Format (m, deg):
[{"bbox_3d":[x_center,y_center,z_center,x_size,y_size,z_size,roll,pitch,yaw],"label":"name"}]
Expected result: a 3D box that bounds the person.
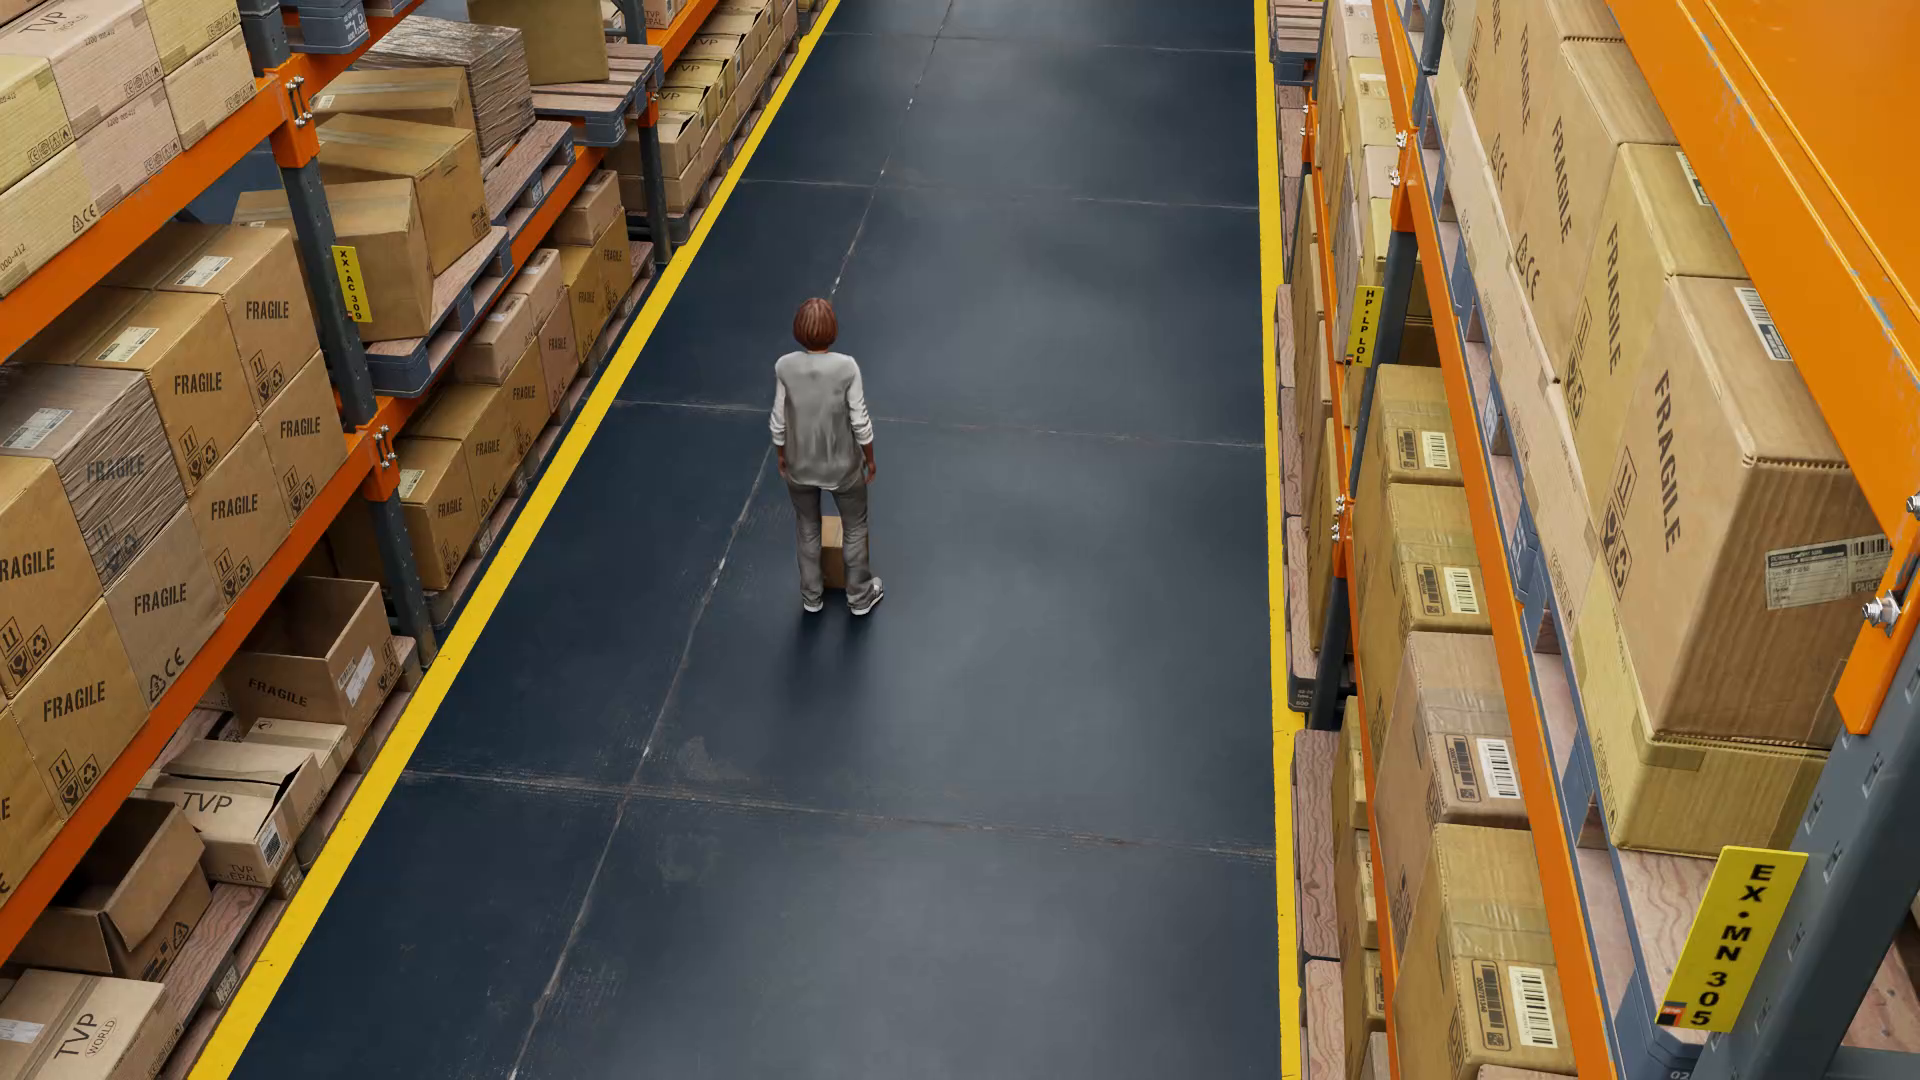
[{"bbox_3d":[-0.608,-0.340,7.502,0.464,1.593,0.346,4,37,6],"label":"person"}]
